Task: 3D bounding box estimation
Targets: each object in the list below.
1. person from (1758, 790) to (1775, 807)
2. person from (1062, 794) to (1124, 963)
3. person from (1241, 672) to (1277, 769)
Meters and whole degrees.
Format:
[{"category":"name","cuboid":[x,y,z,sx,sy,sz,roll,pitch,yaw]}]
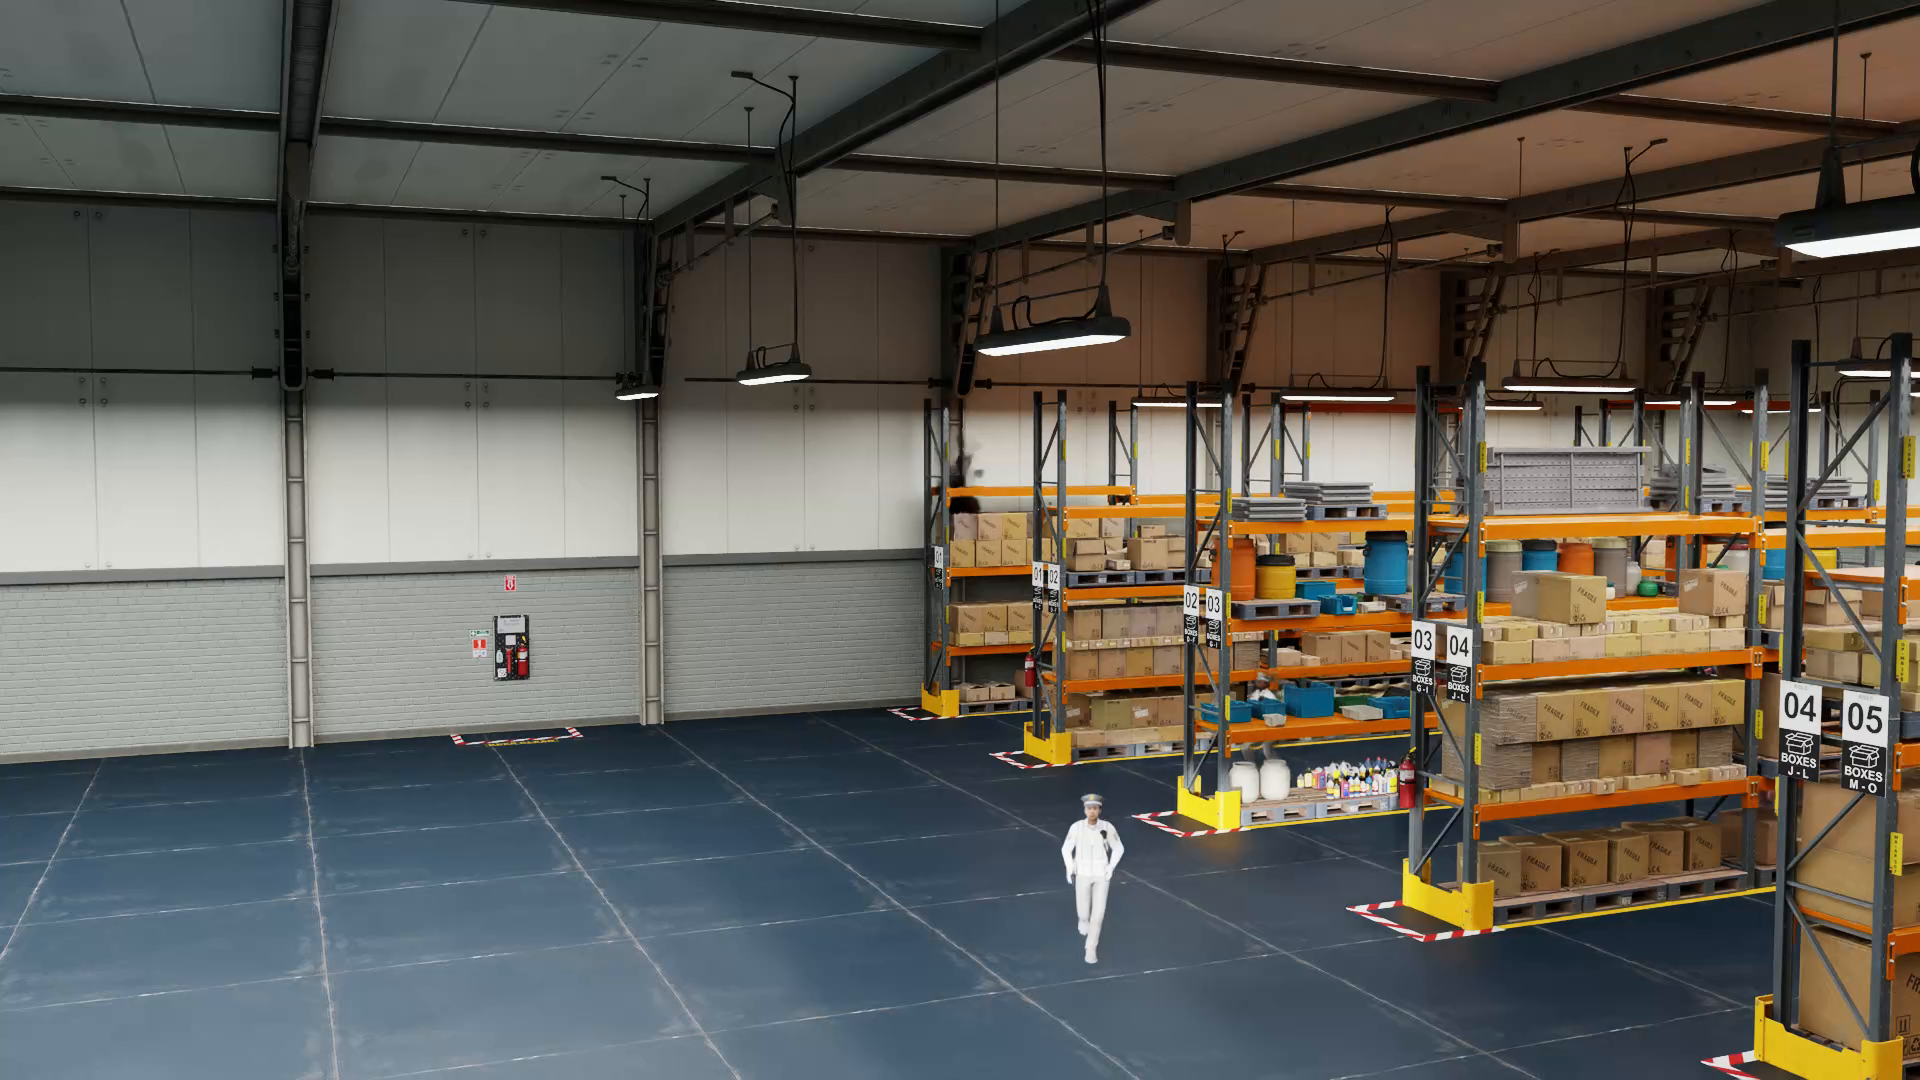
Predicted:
[{"category":"person","cuboid":[10.763,3.033,22.012,0.797,1.654,0.588,-1,4,-22]},{"category":"person","cuboid":[1.340,3.366,16.742,0.625,1.657,0.580,0,3,5]},{"category":"person","cuboid":[4.532,2.852,25.076,0.725,1.736,0.543,-3,4,-38]}]
